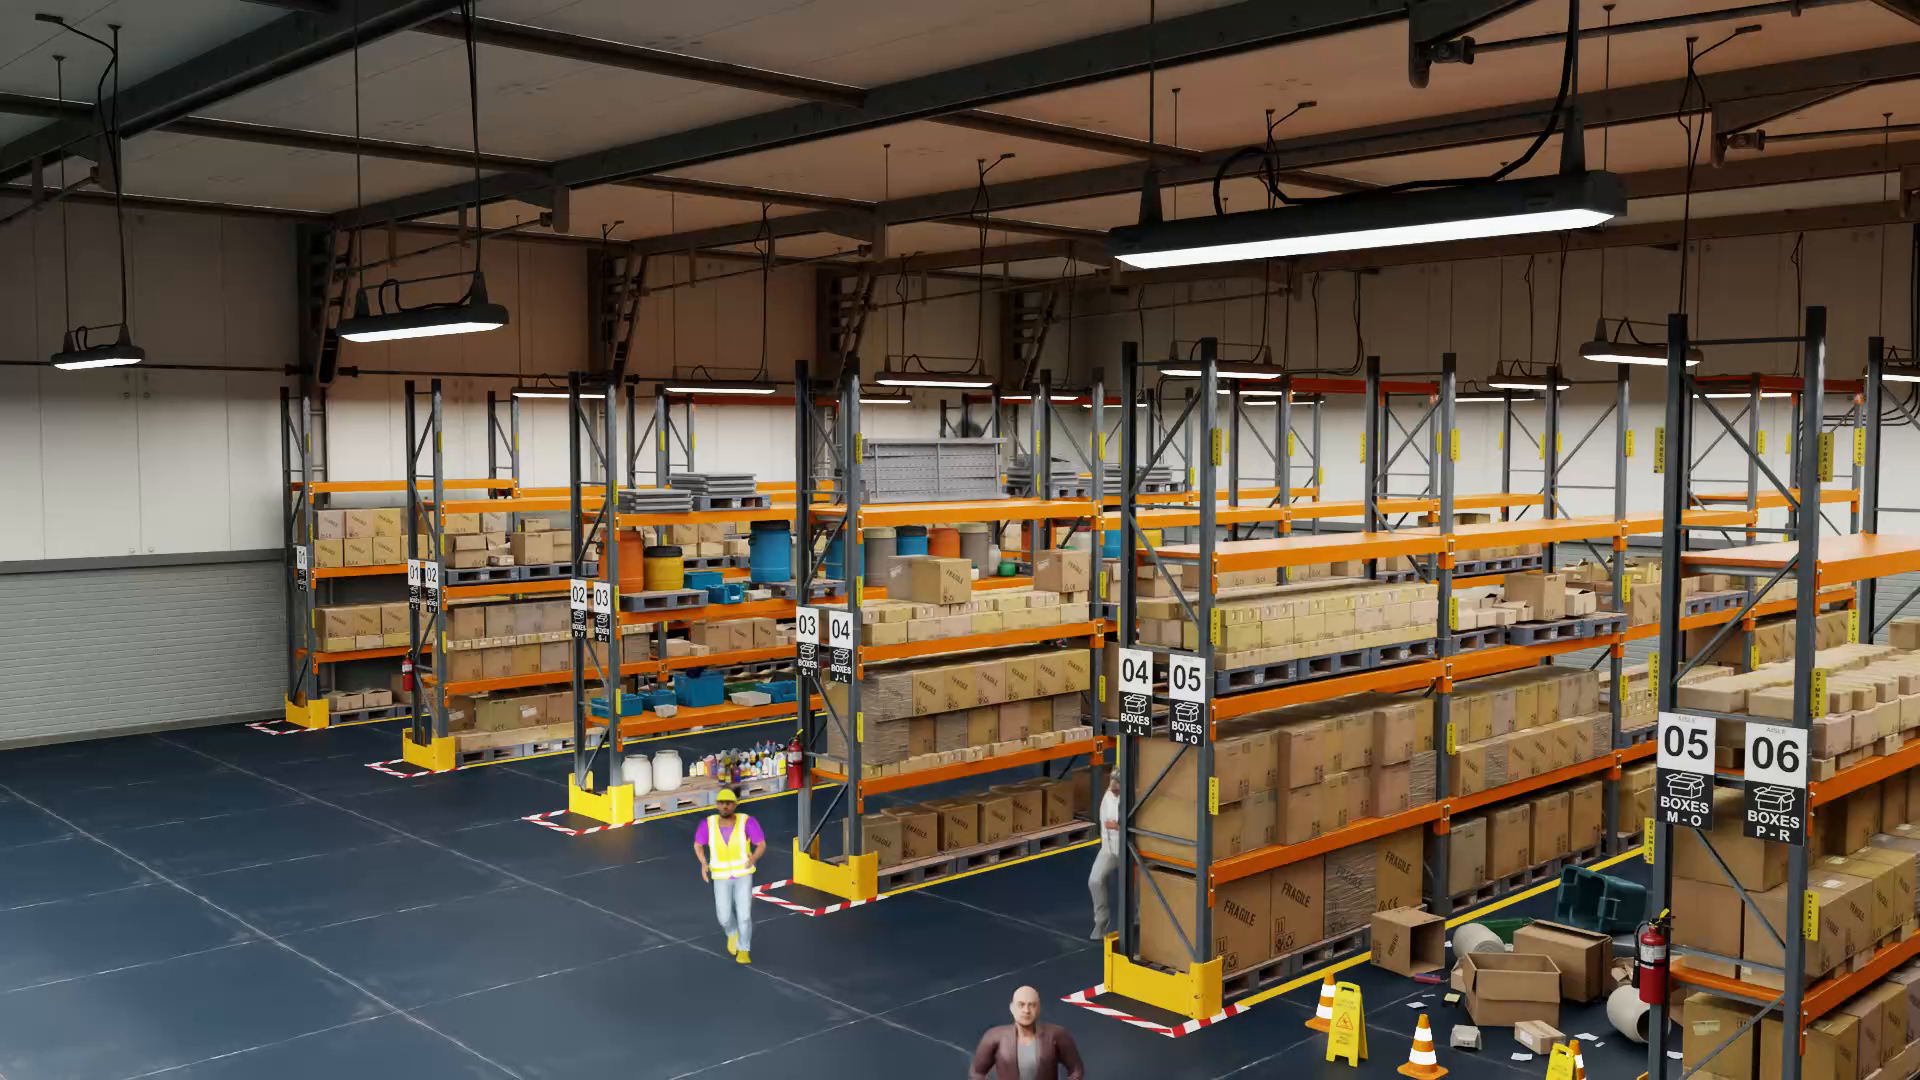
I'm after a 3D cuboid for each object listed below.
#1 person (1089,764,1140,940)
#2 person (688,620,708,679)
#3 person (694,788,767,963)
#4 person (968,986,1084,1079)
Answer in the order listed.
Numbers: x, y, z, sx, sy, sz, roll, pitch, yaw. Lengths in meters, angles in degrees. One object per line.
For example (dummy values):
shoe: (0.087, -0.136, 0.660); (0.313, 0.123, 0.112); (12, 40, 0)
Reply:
person: (1.712, 3.207, 17.135); (0.633, 1.850, 0.847); (3, 5, 40)
person: (-4.994, 2.342, 32.040); (0.605, 1.619, 0.809); (3, 5, 43)
person: (-2.250, 3.244, 16.194); (0.695, 1.649, 0.556); (0, 4, -6)
person: (0.418, 3.744, 10.452); (0.730, 1.528, 0.717); (0, 4, -2)
